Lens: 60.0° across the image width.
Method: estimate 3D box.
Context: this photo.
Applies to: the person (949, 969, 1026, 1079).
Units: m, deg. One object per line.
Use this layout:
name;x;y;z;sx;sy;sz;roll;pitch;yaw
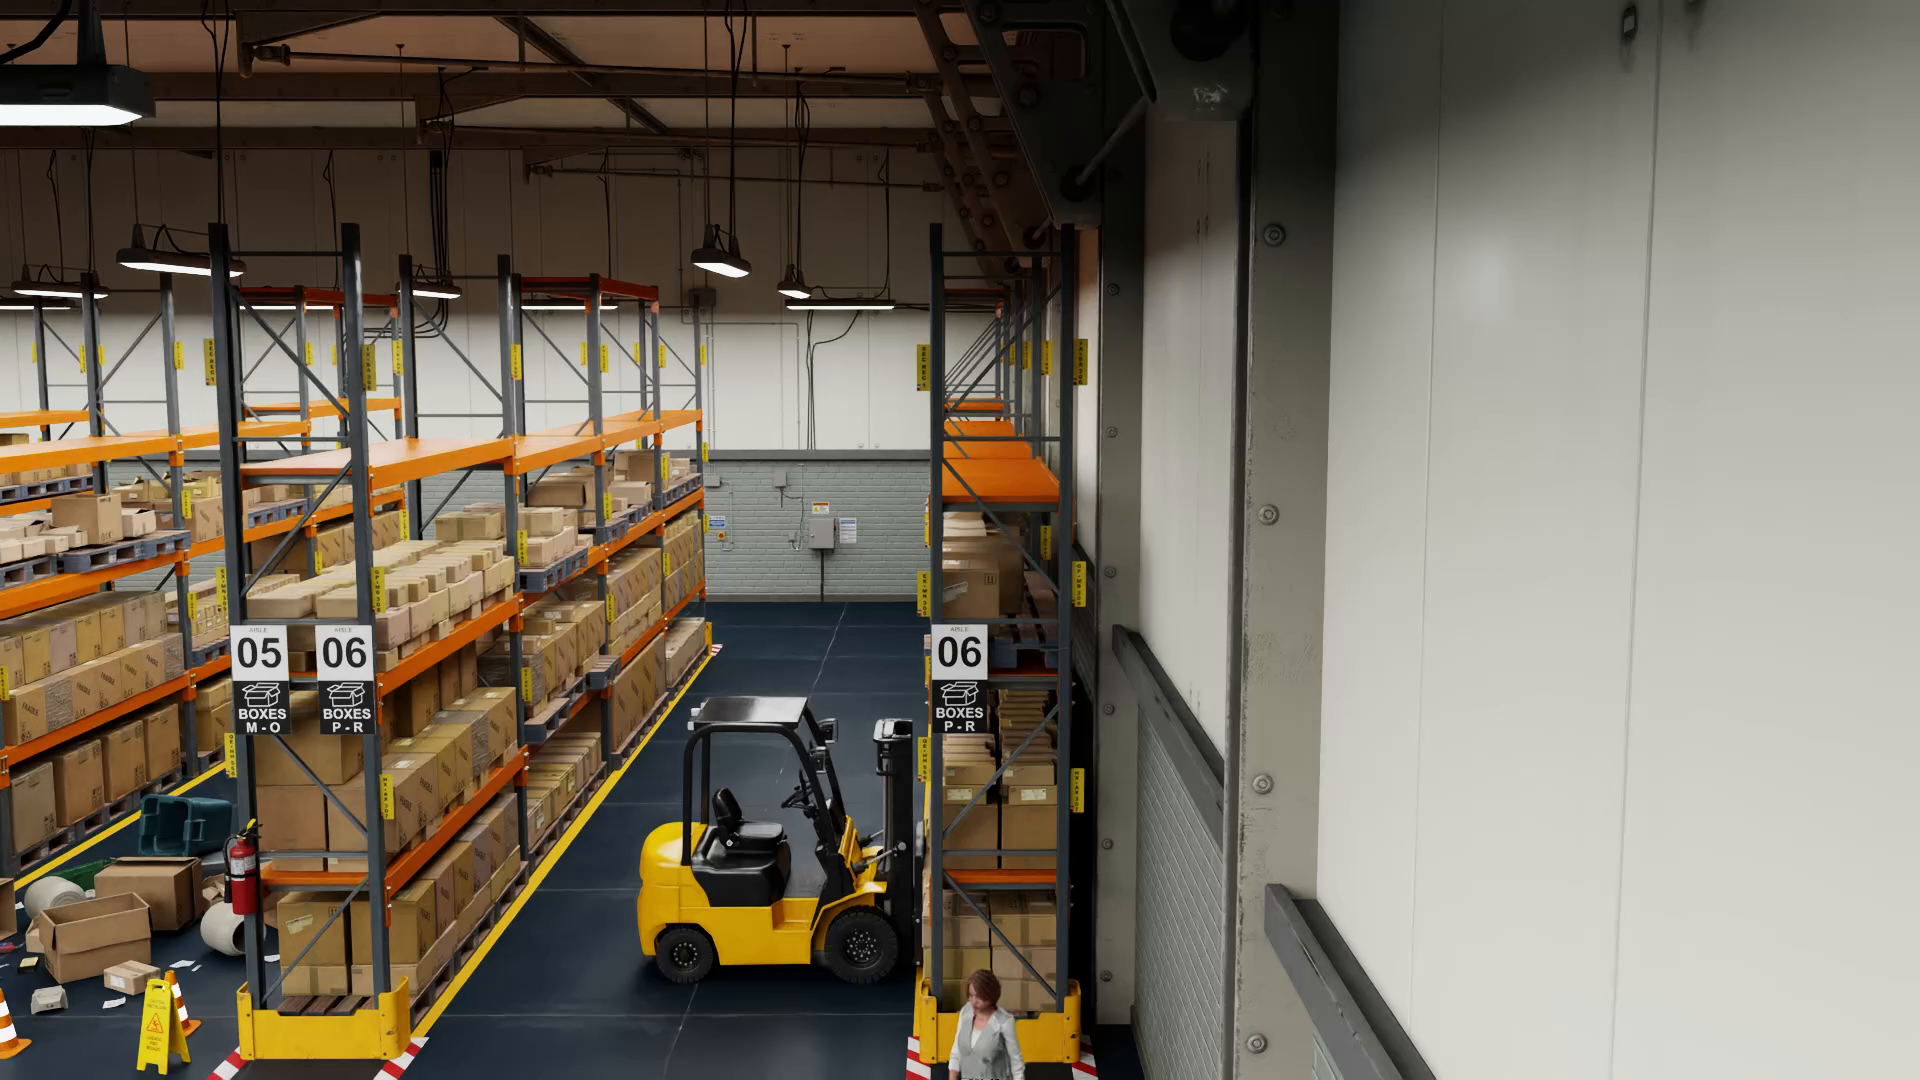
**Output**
person;0.188;3.269;9.774;0.444;1.553;0.765;6;9;43
